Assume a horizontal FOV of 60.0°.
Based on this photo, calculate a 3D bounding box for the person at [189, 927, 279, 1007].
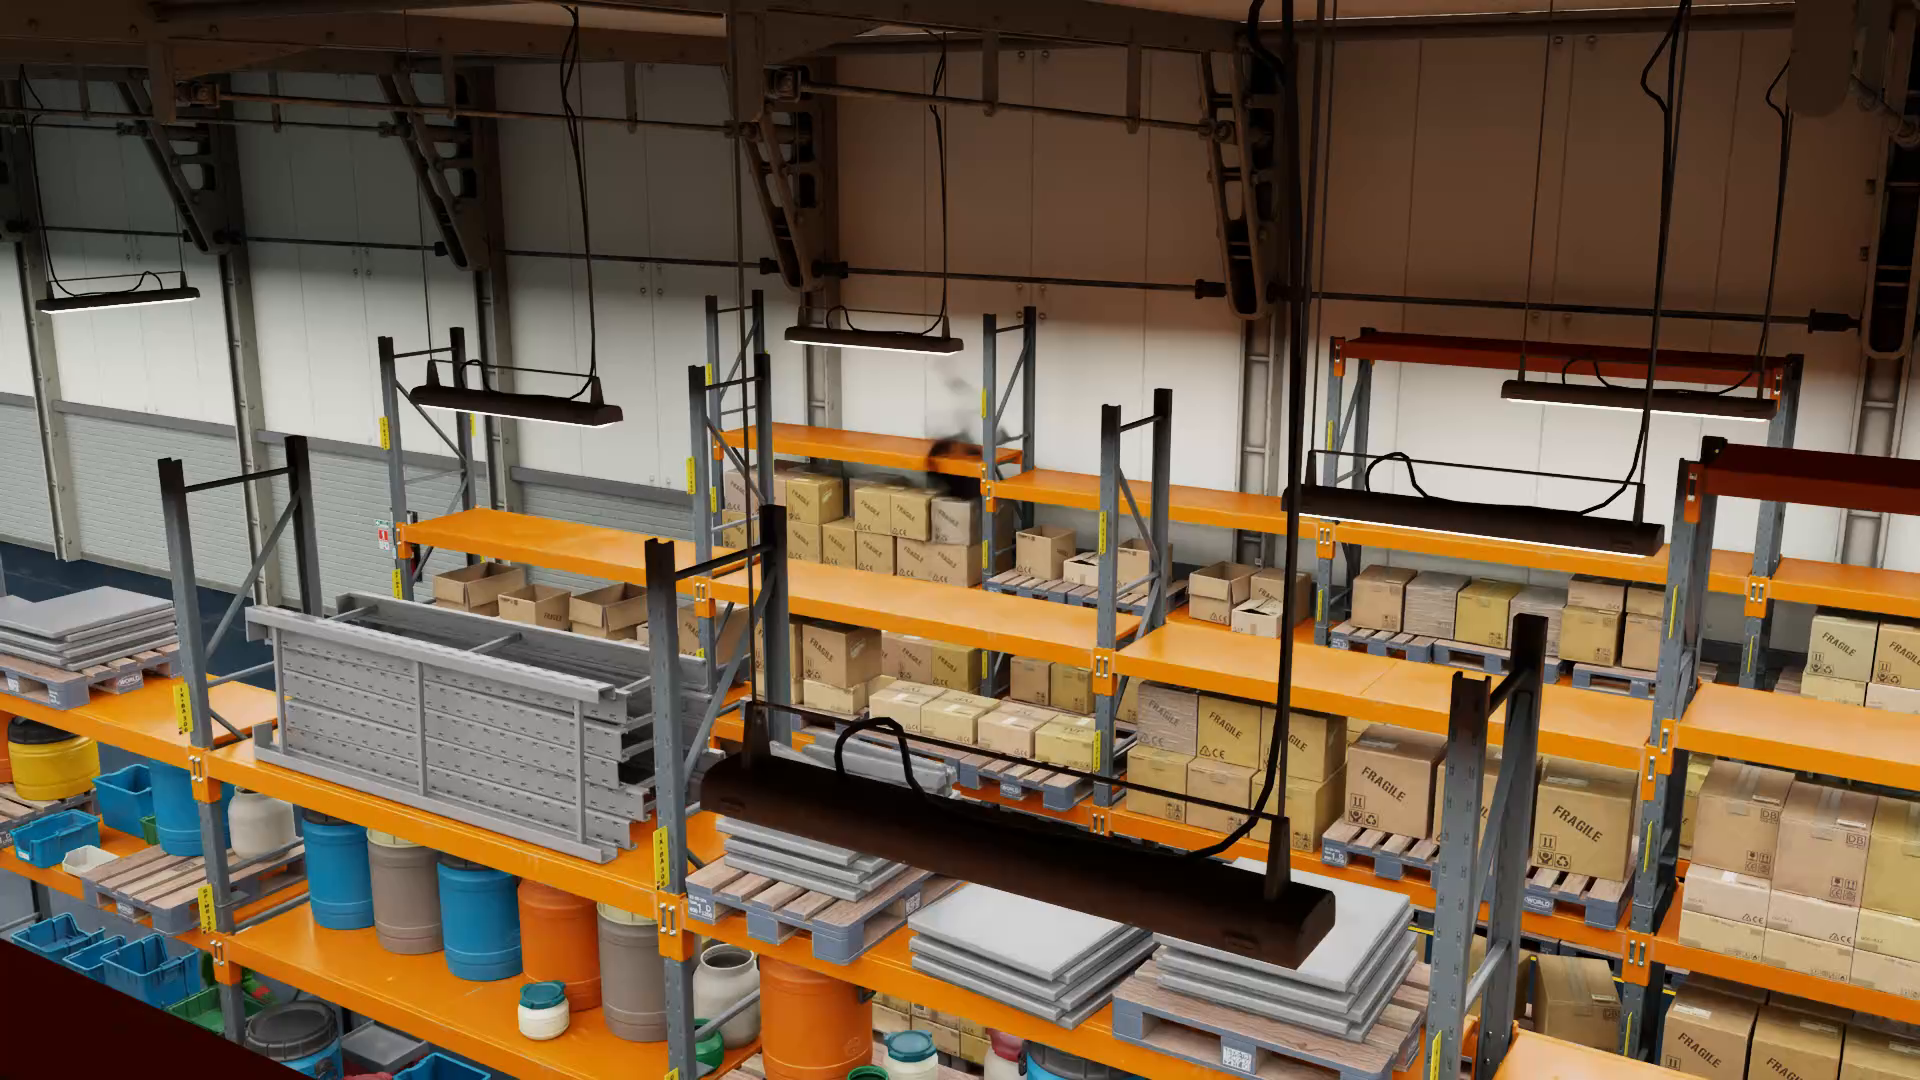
[{"bbox_3d":[-6.524,3.632,14.830,0.946,1.791,0.669,9,17,33],"label":"person"}]
